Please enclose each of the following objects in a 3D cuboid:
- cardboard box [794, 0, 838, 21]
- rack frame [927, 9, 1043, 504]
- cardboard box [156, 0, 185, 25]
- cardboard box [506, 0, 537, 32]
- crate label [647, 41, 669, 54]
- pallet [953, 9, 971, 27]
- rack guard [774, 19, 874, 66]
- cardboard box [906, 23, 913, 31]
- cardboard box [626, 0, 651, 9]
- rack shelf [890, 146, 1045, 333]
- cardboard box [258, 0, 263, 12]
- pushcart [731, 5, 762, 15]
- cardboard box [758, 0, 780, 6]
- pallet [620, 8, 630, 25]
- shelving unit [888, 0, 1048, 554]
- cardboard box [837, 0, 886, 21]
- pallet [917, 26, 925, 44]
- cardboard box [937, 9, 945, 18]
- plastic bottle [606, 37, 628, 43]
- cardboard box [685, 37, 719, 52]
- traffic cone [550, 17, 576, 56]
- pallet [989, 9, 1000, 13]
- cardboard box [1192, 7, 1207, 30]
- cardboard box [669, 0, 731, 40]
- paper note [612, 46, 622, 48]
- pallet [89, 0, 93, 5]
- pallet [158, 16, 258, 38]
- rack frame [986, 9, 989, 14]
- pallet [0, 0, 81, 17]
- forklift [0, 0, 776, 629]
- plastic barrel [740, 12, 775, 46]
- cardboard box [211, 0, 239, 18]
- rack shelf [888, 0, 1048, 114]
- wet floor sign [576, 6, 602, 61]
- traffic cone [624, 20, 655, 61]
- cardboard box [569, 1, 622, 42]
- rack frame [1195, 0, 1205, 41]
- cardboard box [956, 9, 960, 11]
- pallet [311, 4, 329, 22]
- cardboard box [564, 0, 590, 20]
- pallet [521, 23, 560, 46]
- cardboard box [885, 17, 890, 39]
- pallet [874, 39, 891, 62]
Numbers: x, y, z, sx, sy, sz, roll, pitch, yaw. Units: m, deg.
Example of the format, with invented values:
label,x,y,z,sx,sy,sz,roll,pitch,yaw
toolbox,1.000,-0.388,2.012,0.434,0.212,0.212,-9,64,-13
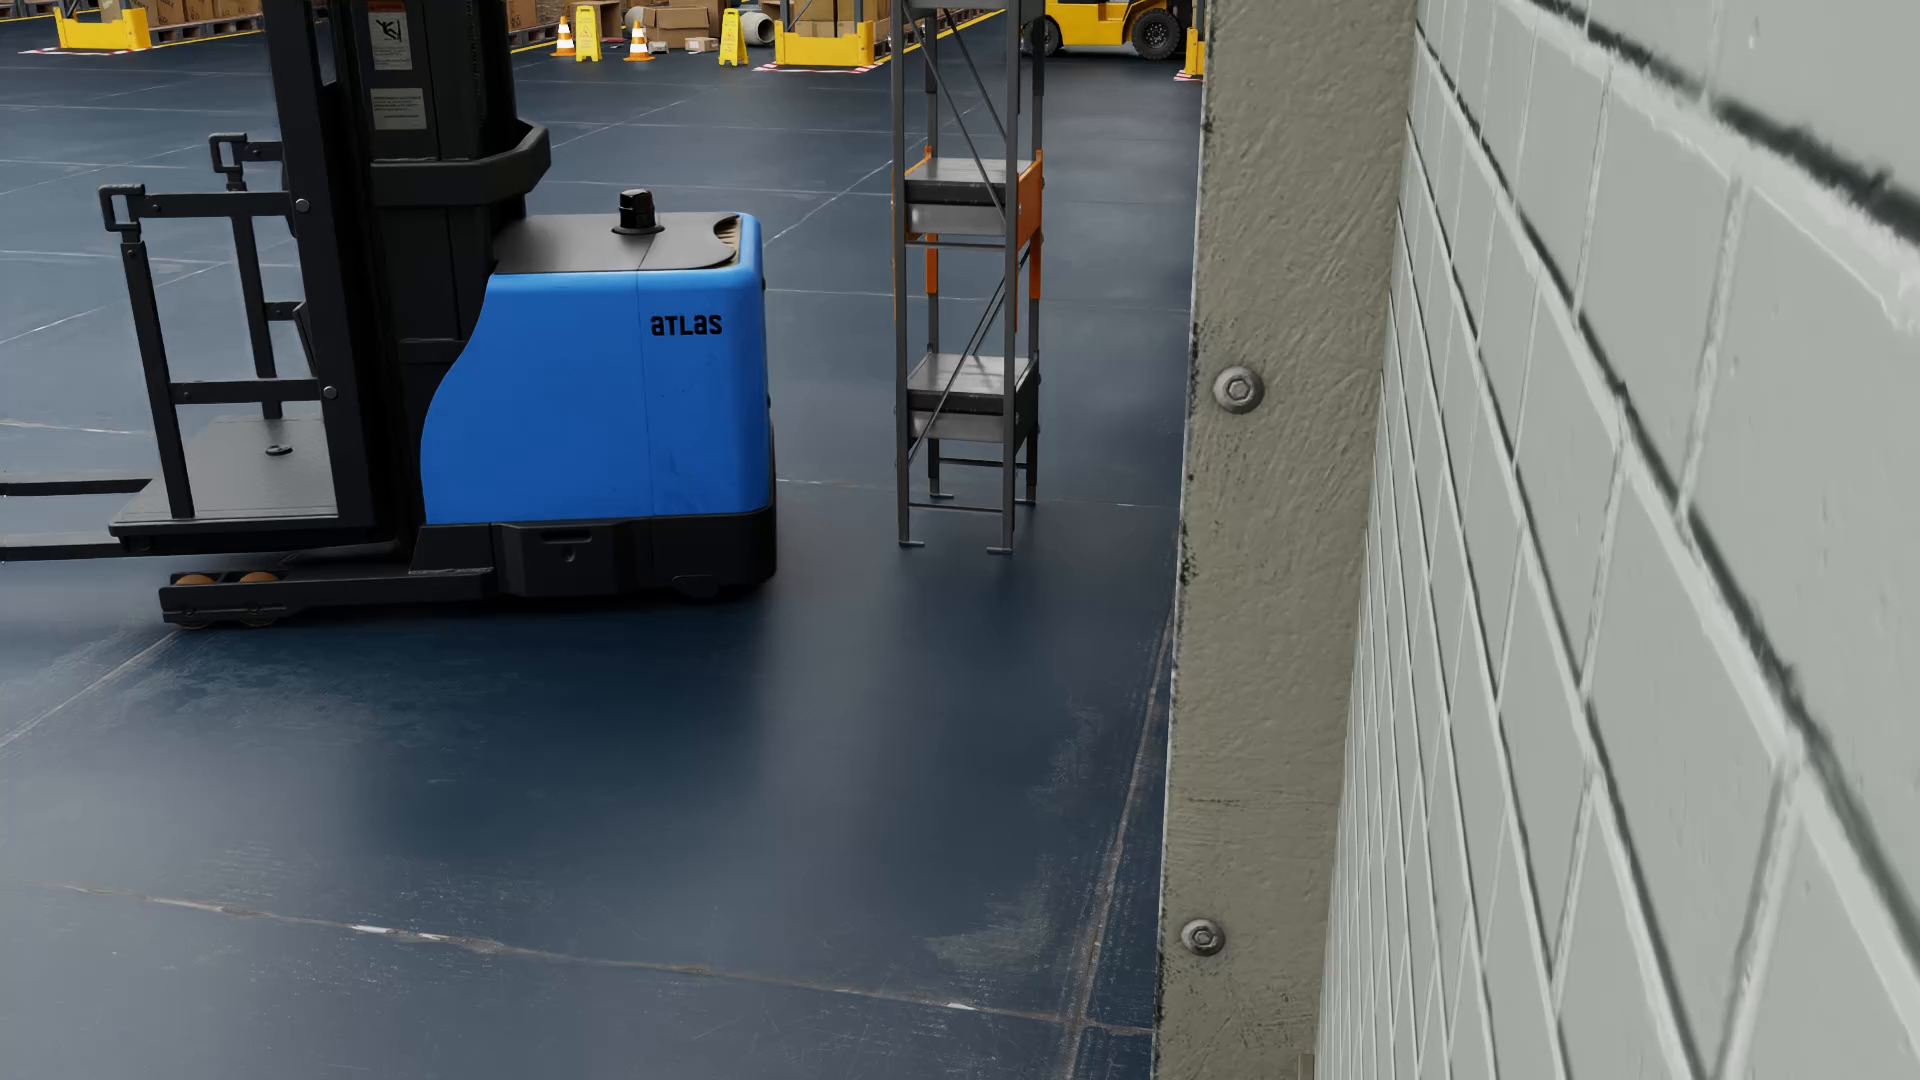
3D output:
label,x,y,z,sx,sy,sz,roll,pitch,yaw
cardboard box,-1.749,-6.737,20.669,0.500,0.500,0.500,5,22,11
rack frame,0.084,-1.124,5.822,0.400,2.100,0.015,4,22,11
cardboard box,-11.127,-7.396,22.974,0.500,0.500,0.500,11,24,25
cardboard box,-6.273,-7.281,22.188,0.875,0.875,0.875,4,22,10
crate label,-3.889,-6.337,21.393,0.250,0.136,0.298,-7,23,-17
pallet,-0.437,-8.058,25.568,1.003,0.211,1.213,4,22,11
rack guard,-1.642,-6.025,20.132,1.175,0.500,0.348,4,22,11
cardboard box,-0.906,-6.921,22.130,0.500,0.250,0.500,5,22,12
cardboard box,-5.469,-8.697,25.872,1.050,0.750,0.750,4,22,11
rack shelf,0.034,-1.022,5.605,0.431,0.518,0.480,4,22,11
cardboard box,-10.664,-8.267,25.137,0.500,0.500,0.500,4,22,9
pushcart,-3.084,-7.559,24.105,1.648,0.377,0.936,-3,22,-8
cardboard box,-2.590,-7.936,23.864,0.500,0.500,0.500,4,22,11
pallet,-5.624,-7.954,25.310,1.003,0.211,1.213,4,22,11
shelving unit,0.034,-1.035,5.600,0.431,2.100,0.503,4,22,11
cardboard box,-1.218,-6.706,20.593,0.500,0.500,0.500,4,22,9
pallet,-0.944,-7.078,23.133,1.003,0.211,1.213,4,22,11
cardboard box,-0.737,-7.787,24.118,0.950,0.372,0.625,5,22,12
plastic bottle,-4.682,-6.830,22.719,0.283,0.061,0.133,-3,22,-8
cardboard box,-3.368,-6.467,21.701,0.380,0.149,0.250,18,28,38
traffic cone,-5.026,-6.406,21.129,0.336,0.463,0.334,4,22,11
pallet,0.209,-9.071,28.084,1.003,0.211,1.213,4,22,11
cardboard box,2.996,-6.133,19.503,0.500,0.250,0.500,4,22,10
cardboard box,-3.595,-7.240,22.963,0.797,0.637,0.503,4,22,11
paper note,-4.551,-6.548,22.061,0.144,0.017,0.142,13,25,29
pallet,-14.772,-9.641,29.499,1.003,0.211,1.213,4,22,11
pallet,-10.892,-7.386,23.898,1.003,0.211,1.213,4,22,11
rack frame,-0.025,-10.082,26.861,1.000,3.000,0.127,4,22,11
pallet,-15.269,-8.749,27.283,1.003,0.211,1.213,4,22,11
forklift,-2.148,-1.290,5.122,3.031,2.935,1.130,-2,22,-6
plastic barrel,-2.718,-6.832,22.240,0.421,0.421,0.512,-16,27,-35
cardboard box,-10.823,-7.824,24.037,0.500,0.500,0.500,2,22,6
rack shelf,0.034,-1.671,5.344,0.431,0.518,0.480,4,22,11
wet floor sign,-4.592,-6.243,20.480,0.267,0.644,0.232,1,22,2
traffic cone,-3.989,-6.196,20.606,0.336,0.463,0.334,4,22,11
cardboard box,-5.020,-7.156,22.937,0.500,0.500,0.500,8,23,20
rack frame,3.202,-6.780,18.660,1.000,3.000,0.127,4,22,11
cardboard box,-0.453,-8.305,25.403,0.950,0.372,0.625,5,23,13
pallet,-10.385,-8.366,26.333,1.003,0.211,1.213,4,22,11
cardboard box,-5.905,-7.944,23.835,0.875,0.875,0.875,5,22,12
pallet,-6.186,-6.947,22.808,1.003,0.211,1.213,4,22,11
cardboard box,-1.111,-6.536,21.174,0.500,0.250,0.500,5,23,13
pallet,-1.442,-6.185,20.917,1.003,0.211,1.213,4,22,11
